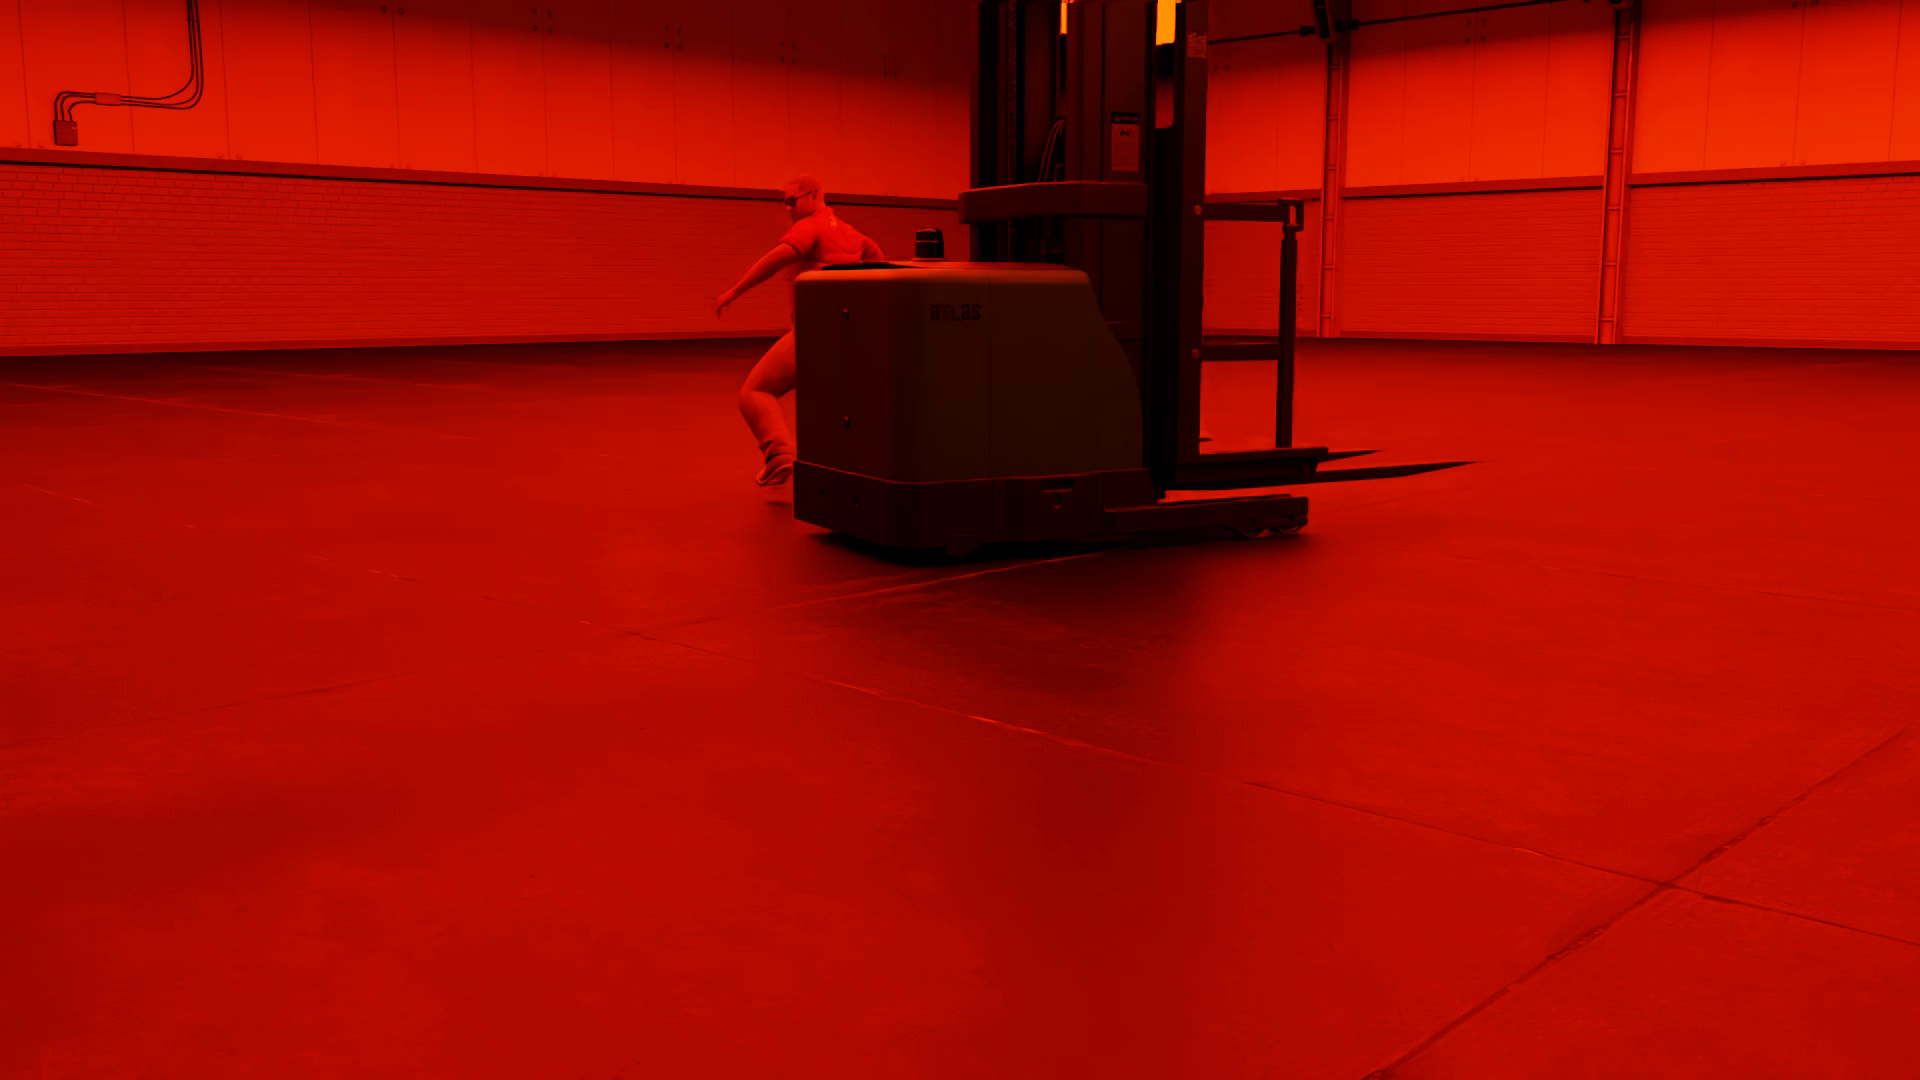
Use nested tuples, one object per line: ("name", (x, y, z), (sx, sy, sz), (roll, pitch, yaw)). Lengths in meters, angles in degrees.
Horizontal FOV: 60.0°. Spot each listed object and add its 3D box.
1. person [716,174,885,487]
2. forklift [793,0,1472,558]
("person", (-0.660, -0.984, 8.320), (0.539, 1.664, 1.186), (7, 11, 39))
("forklift", (0.856, -1.519, 6.959), (3.031, 2.935, 1.130), (-5, 10, -29))
